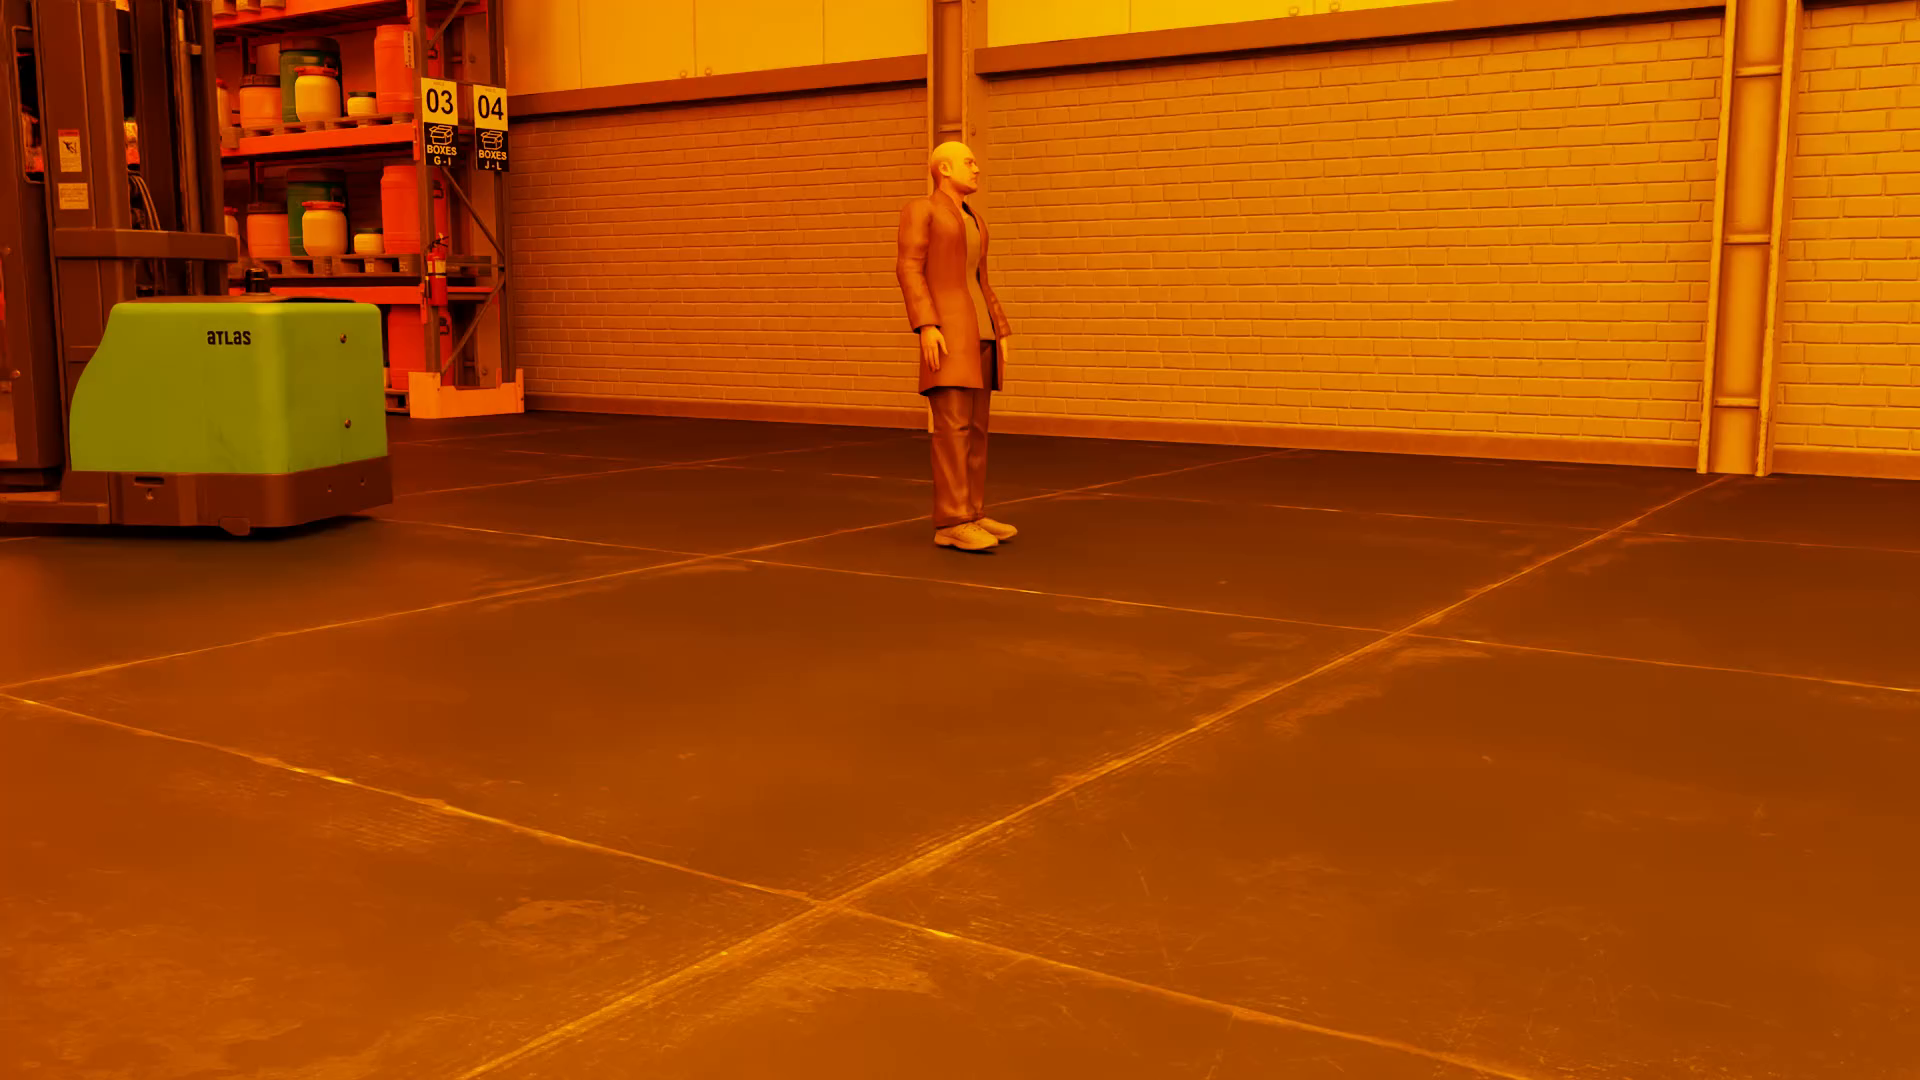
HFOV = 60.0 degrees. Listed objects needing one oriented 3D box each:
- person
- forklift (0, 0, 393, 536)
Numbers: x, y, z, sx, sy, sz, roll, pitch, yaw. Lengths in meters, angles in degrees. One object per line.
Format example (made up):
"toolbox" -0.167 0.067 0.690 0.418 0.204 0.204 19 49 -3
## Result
"person" 0.074 -0.880 7.423 0.579 1.778 0.698 5 10 34
"forklift" -4.436 -1.541 8.031 3.031 2.935 1.130 1 8 9
